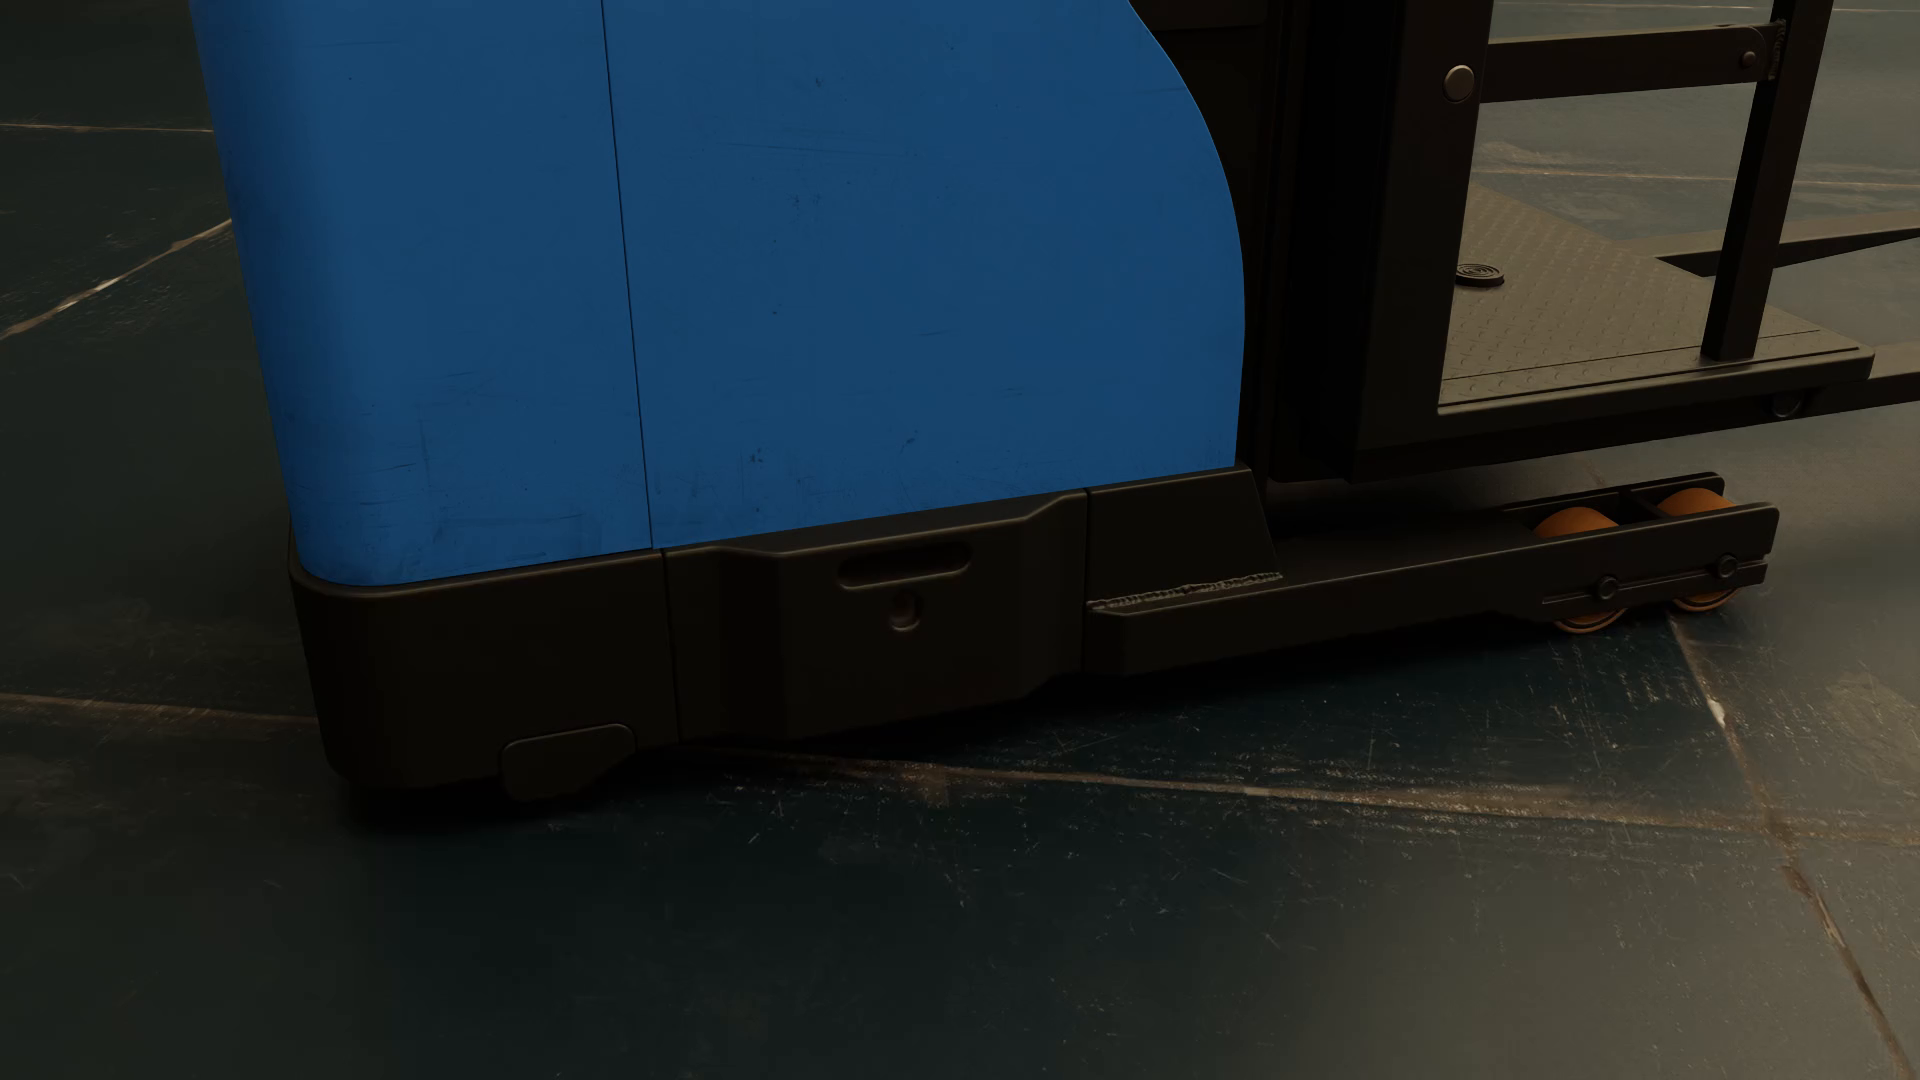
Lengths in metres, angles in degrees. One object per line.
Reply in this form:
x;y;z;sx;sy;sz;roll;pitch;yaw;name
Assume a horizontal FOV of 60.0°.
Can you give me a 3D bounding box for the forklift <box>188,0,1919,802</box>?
0.594;-1.400;2.024;3.031;2.935;1.130;-8;28;-17;forklift
